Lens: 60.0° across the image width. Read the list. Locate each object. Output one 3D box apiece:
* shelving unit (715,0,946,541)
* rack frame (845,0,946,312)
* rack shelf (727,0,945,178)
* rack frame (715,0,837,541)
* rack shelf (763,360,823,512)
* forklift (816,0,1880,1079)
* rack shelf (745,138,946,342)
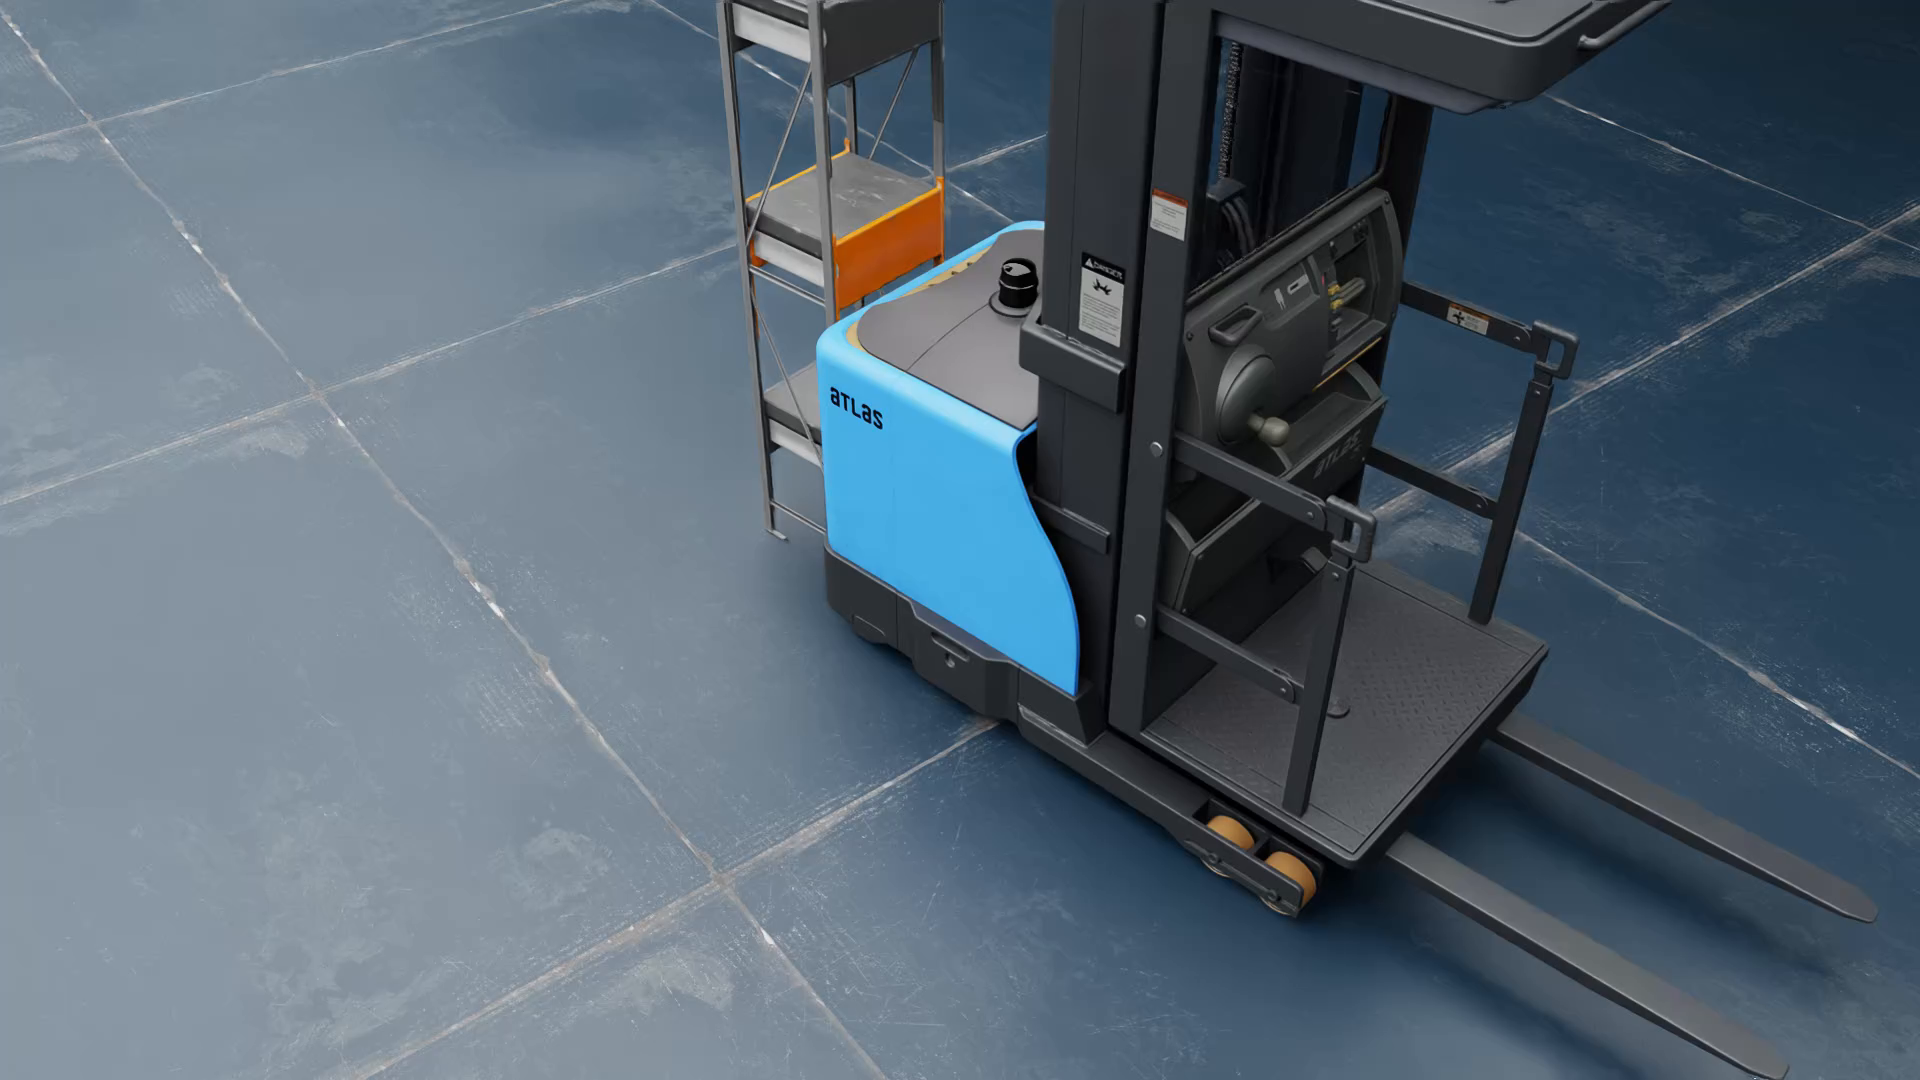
[{"bbox_3d":[-0.361,-0.881,5.168,0.431,2.100,0.503,29,47,30],"label":"shelving unit"},{"bbox_3d":[-0.201,-0.998,5.311,0.400,2.100,0.015,29,47,30],"label":"rack frame"},{"bbox_3d":[-0.361,-1.412,4.733,0.431,0.518,0.480,29,47,30],"label":"rack shelf"},{"bbox_3d":[-0.520,-0.764,5.026,0.400,2.100,0.015,29,47,30],"label":"rack frame"},{"bbox_3d":[-0.361,-0.329,5.621,0.431,0.518,0.480,29,47,30],"label":"rack shelf"},{"bbox_3d":[1.002,-0.499,4.048,3.031,2.935,1.130,30,48,31],"label":"forklift"},{"bbox_3d":[-0.361,-0.870,5.177,0.431,0.518,0.480,29,47,30],"label":"rack shelf"}]
